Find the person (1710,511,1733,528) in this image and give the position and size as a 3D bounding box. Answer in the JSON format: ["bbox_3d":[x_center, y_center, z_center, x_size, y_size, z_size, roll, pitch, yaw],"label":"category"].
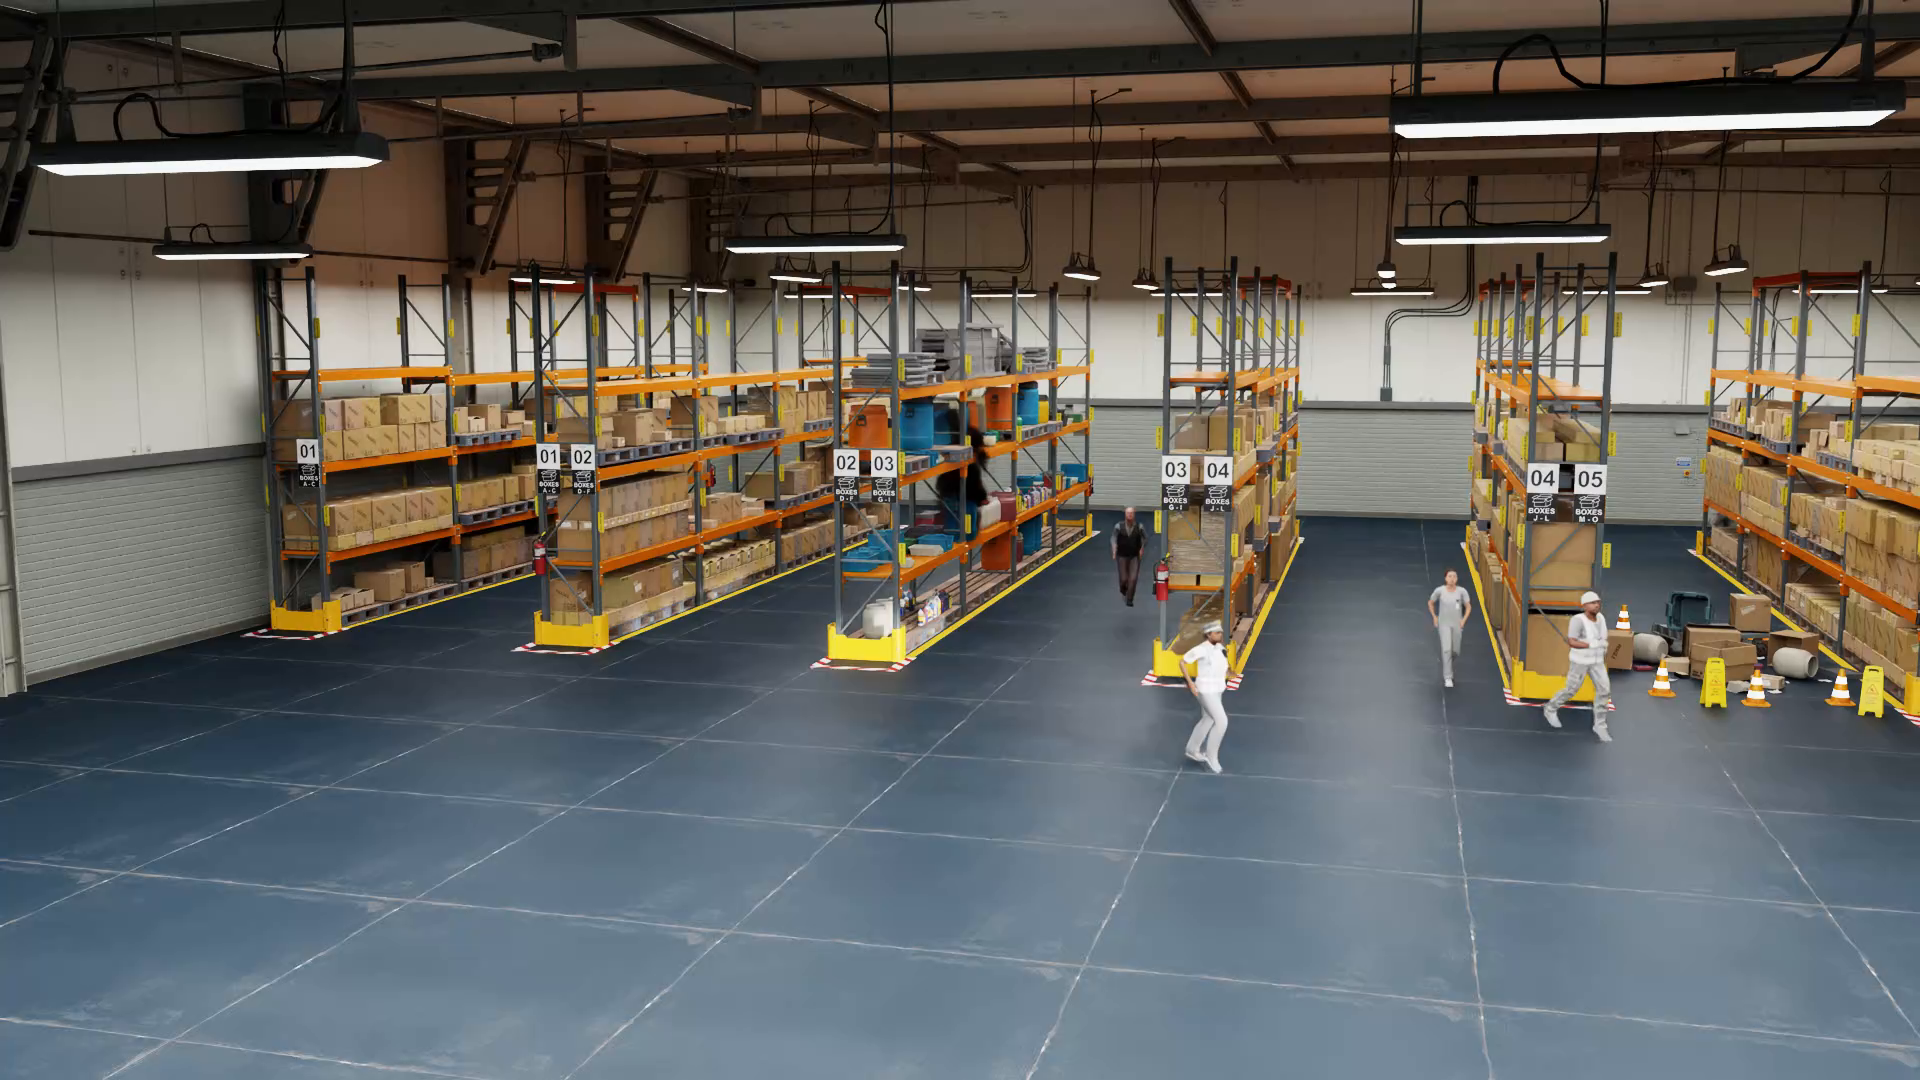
[{"bbox_3d":[17.508,-0.670,38.098,0.708,1.741,0.602,-5,9,-34],"label":"person"}]

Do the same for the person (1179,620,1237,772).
[{"bbox_3d":[2.864,1.767,19.003,0.690,1.738,0.555,6,9,39],"label":"person"}]

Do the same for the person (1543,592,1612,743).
[{"bbox_3d":[7.684,1.528,20.506,0.695,1.832,0.927,-3,8,-24],"label":"person"}]

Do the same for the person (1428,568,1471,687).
[{"bbox_3d":[6.939,1.205,23.614,0.582,1.650,0.766,1,7,10],"label":"person"}]

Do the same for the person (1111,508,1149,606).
[{"bbox_3d":[2.905,0.272,28.525,0.647,1.688,0.637,1,7,5],"label":"person"}]
